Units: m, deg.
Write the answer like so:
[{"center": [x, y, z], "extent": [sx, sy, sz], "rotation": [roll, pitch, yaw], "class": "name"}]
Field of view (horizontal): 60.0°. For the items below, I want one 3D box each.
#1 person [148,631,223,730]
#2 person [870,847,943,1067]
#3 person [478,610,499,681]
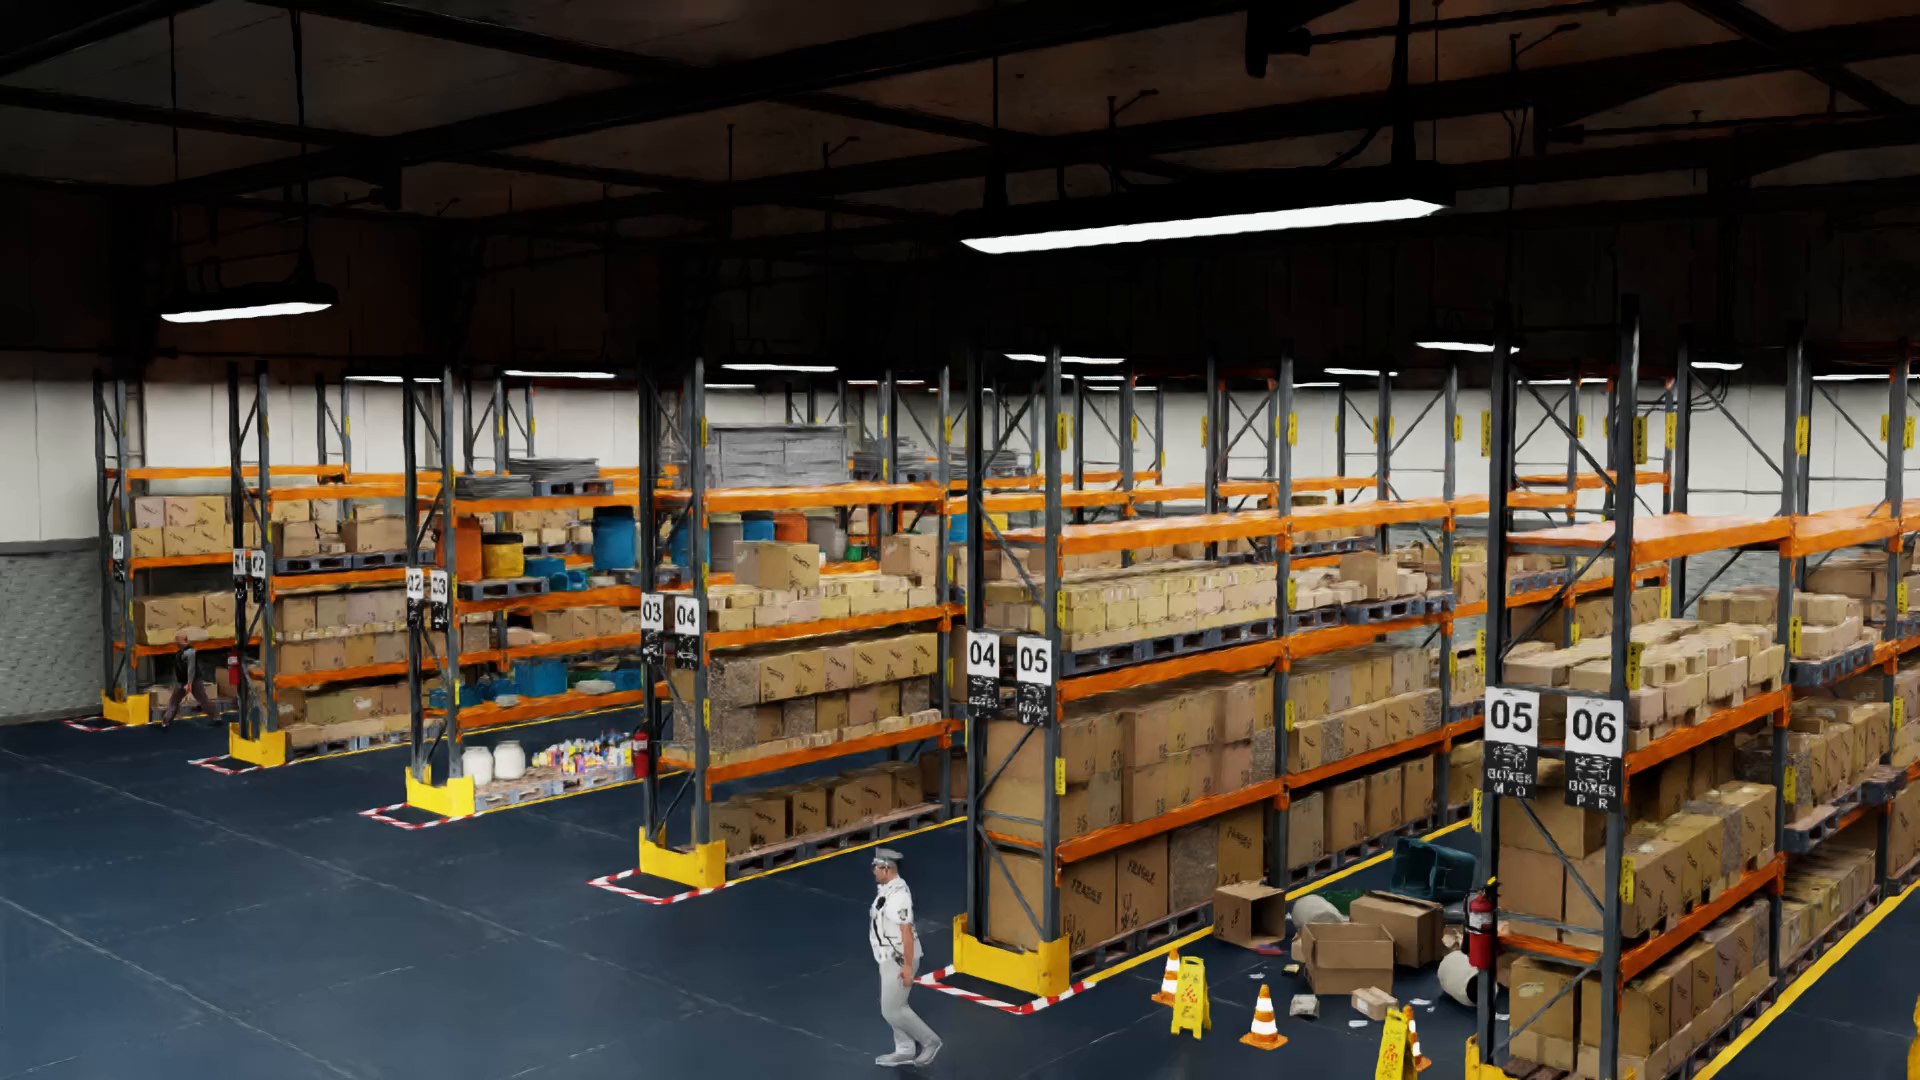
[{"center": [-12.762, 2.309, 27.418], "extent": [0.547, 1.644, 1.110], "rotation": [4, 6, 44], "class": "person"}, {"center": [-0.435, 3.319, 13.229], "extent": [0.552, 1.752, 0.599], "rotation": [-1, 4, -12], "class": "person"}, {"center": [-9.126, 1.884, 32.252], "extent": [0.522, 1.790, 0.653], "rotation": [1, 4, 18], "class": "person"}]
